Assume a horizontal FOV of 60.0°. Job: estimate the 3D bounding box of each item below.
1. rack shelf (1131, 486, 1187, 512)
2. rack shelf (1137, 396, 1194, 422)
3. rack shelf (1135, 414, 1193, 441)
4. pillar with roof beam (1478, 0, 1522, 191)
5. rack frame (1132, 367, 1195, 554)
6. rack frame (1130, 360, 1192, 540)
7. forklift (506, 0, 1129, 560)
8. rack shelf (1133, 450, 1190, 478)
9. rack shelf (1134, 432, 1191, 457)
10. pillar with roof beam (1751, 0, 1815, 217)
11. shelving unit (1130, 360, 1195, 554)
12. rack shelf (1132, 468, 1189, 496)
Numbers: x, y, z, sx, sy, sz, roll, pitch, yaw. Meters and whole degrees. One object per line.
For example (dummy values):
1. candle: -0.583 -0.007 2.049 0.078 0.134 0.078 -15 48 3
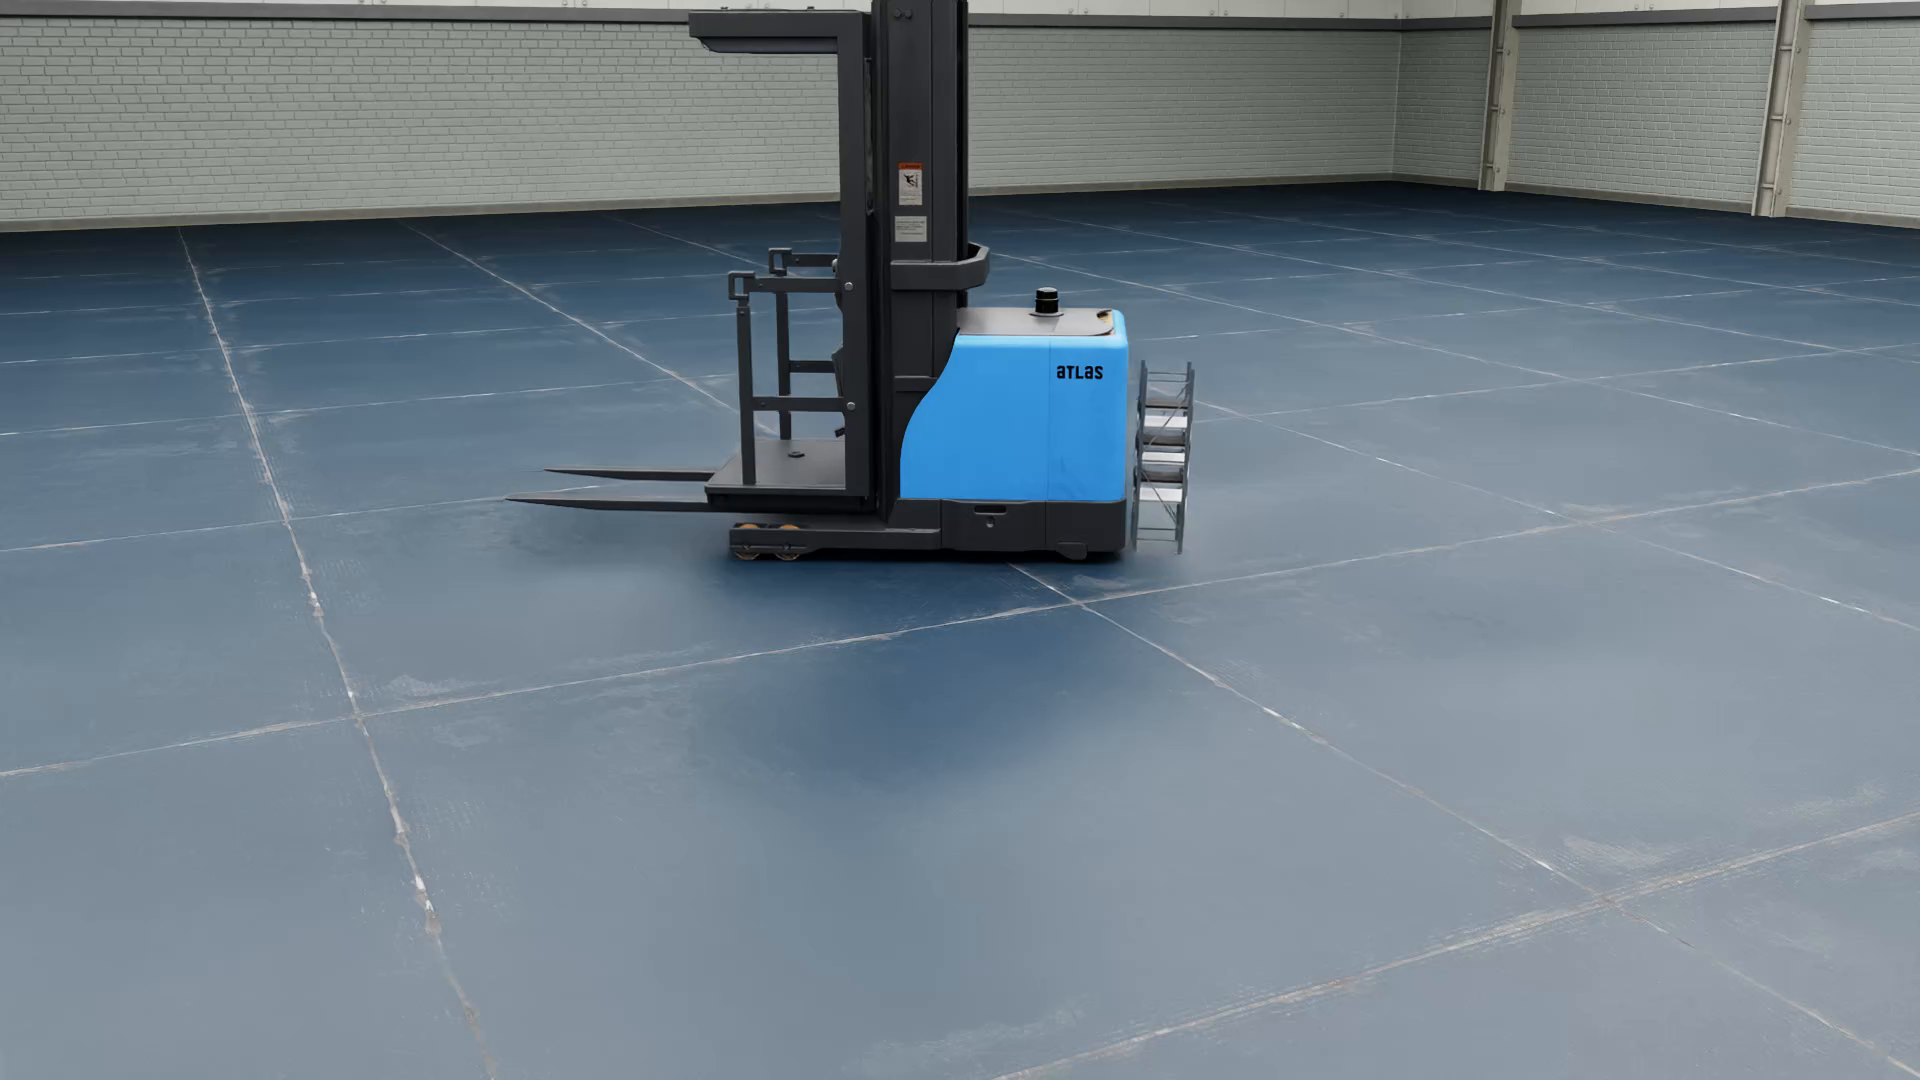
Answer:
1. rack shelf: 0.962 -0.193 8.051 0.258 0.077 0.200 3 16 2
2. rack shelf: 0.976 -0.625 7.926 0.258 0.077 0.200 3 16 2
3. rack shelf: 0.974 -0.539 7.951 0.258 0.077 0.200 3 16 2
4. pillar with roof beam: 6.012 -10.309 27.861 9.100 9.000 0.400 -8 18 -25
5. rack frame: 0.964 -0.370 7.894 0.240 0.900 0.006 3 16 2
6. rack frame: 0.975 -0.426 8.089 0.240 0.900 0.006 3 16 2
7. forklift: -0.694 -1.457 8.014 3.031 2.935 1.130 1 16 4
8. rack shelf: 0.968 -0.366 8.001 0.258 0.077 0.200 3 16 2
9. rack shelf: 0.971 -0.453 7.976 0.258 0.077 0.200 3 16 2
10. pillar with roof beam: 8.640 -8.821 22.676 9.100 9.000 0.400 -8 18 -25
11. shelving unit: 0.969 -0.398 7.992 0.258 0.900 0.210 3 16 2
12. rack shelf: 0.965 -0.280 8.026 0.258 0.077 0.200 3 16 2
